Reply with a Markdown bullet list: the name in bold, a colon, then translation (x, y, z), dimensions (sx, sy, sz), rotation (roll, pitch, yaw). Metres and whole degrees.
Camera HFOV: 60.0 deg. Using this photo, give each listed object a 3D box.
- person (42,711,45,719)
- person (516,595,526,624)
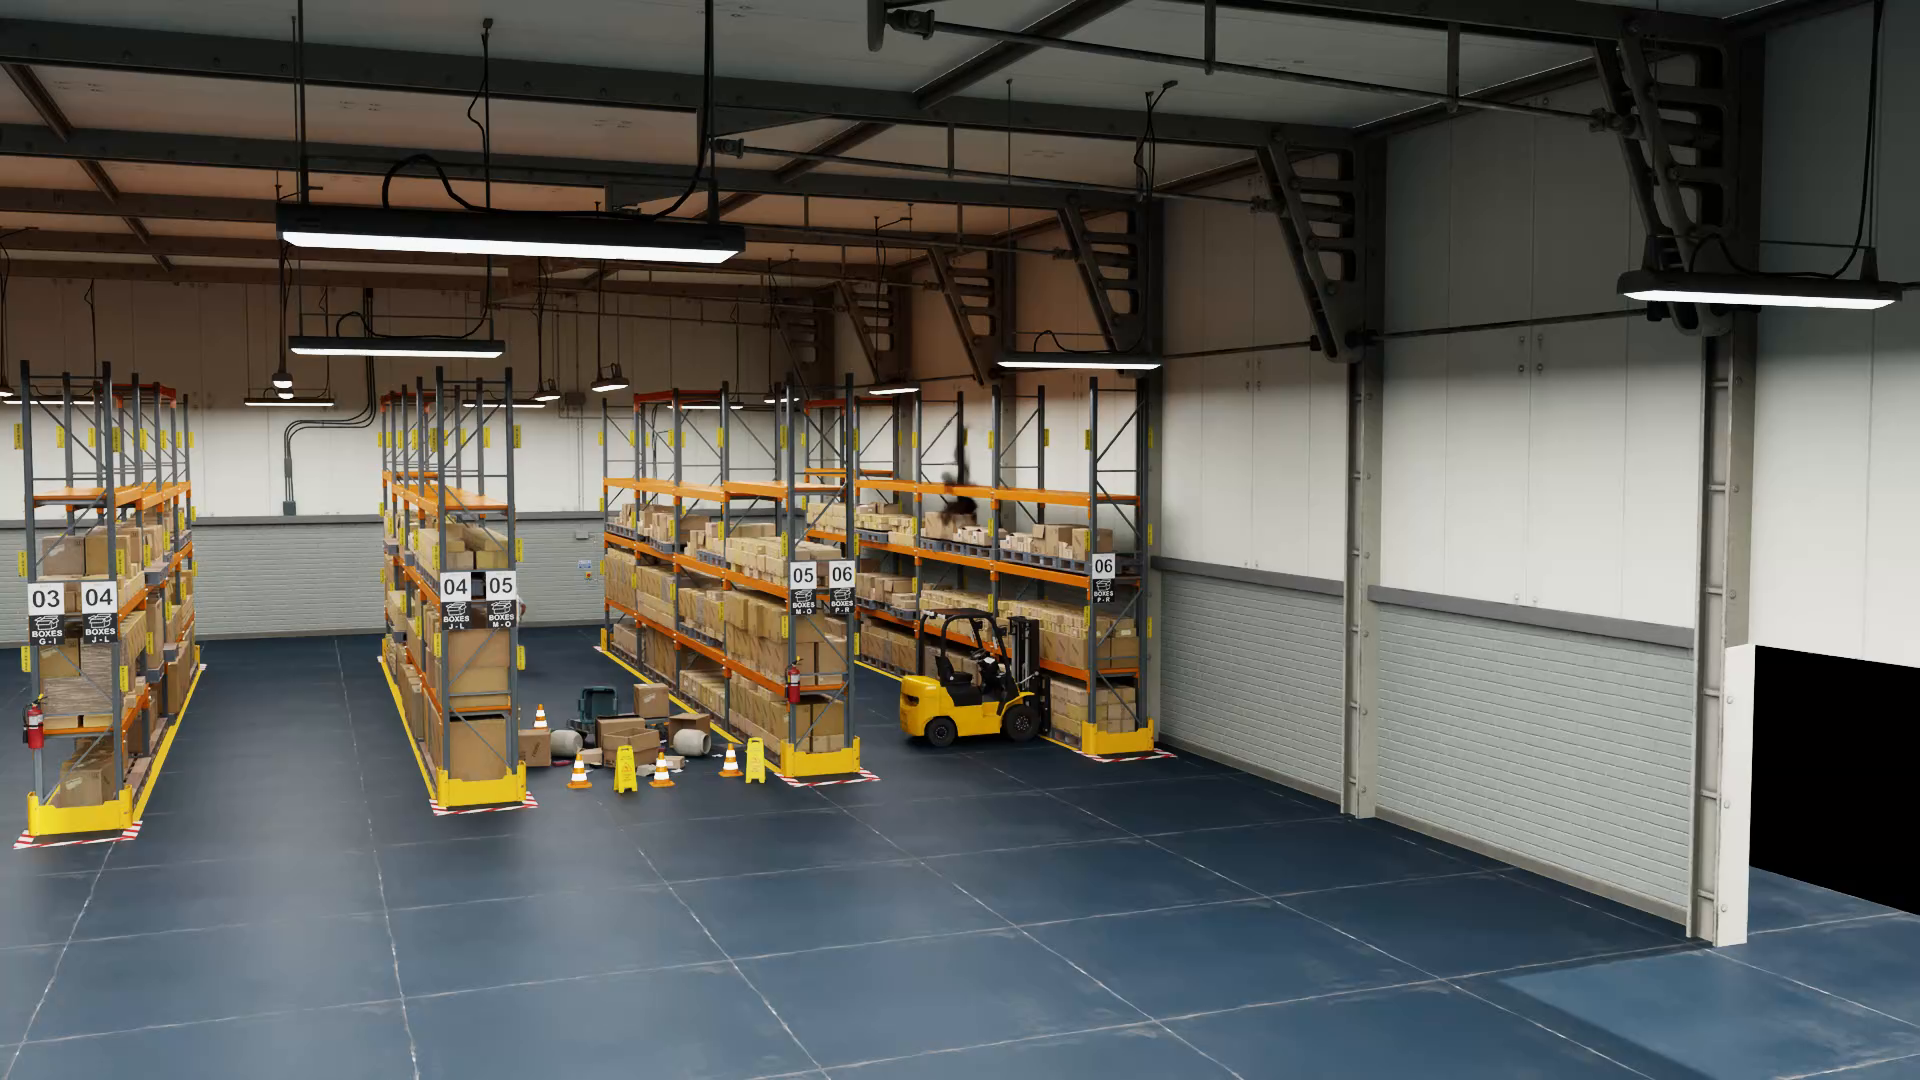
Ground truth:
- **person**: translation (-16.018, 2.457, 29.138), dimensions (0.566, 1.620, 0.888), rotation (-1, 4, -21)
- **person**: translation (-10.067, 1.879, 37.207), dimensions (0.654, 1.779, 0.982), rotation (-3, 4, -39)
